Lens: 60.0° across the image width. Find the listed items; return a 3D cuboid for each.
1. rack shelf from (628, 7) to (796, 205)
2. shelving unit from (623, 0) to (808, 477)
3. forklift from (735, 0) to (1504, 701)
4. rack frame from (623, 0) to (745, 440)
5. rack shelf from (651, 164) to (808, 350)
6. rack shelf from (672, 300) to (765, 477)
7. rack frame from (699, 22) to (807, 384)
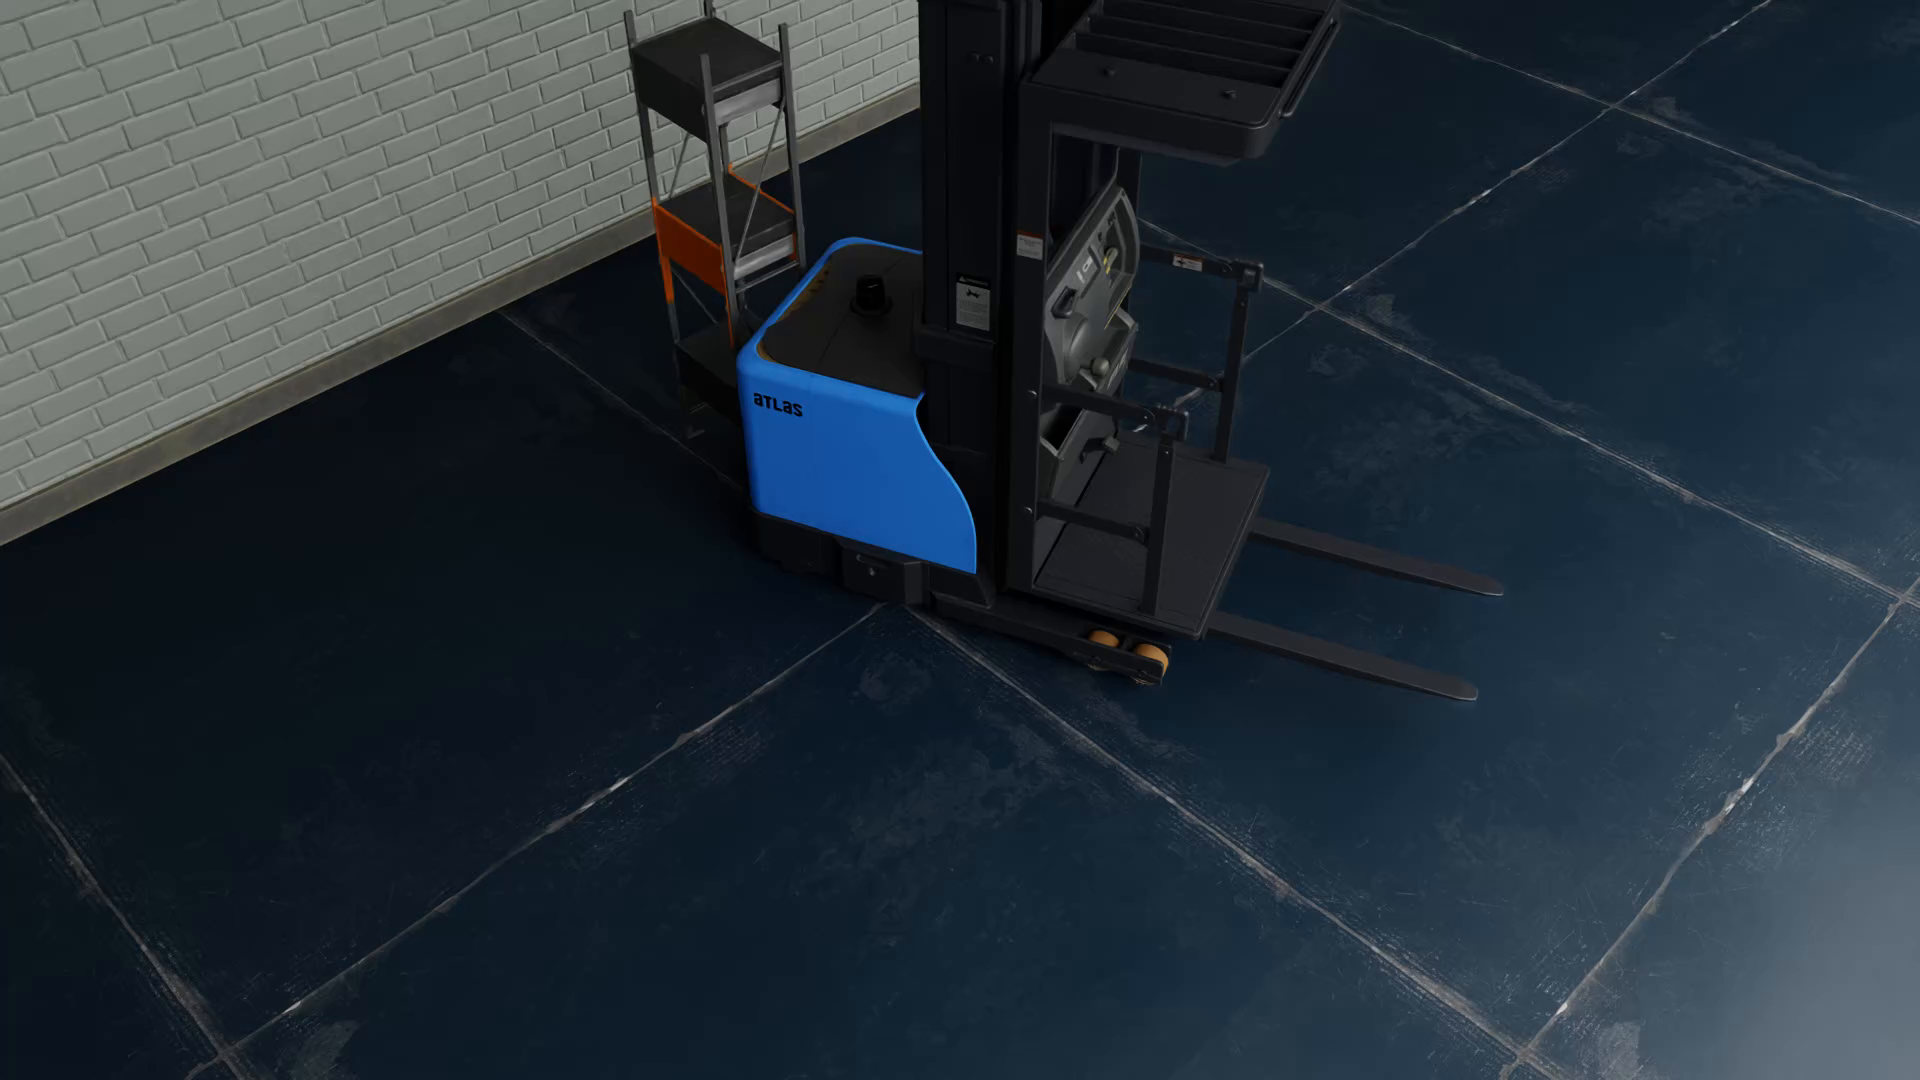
[{"bbox_3d":[-0.965,-1.711,6.542,0.431,0.518,0.480,-32,51,-30],"label":"rack shelf"},{"bbox_3d":[-0.963,-1.208,7.009,0.431,2.100,0.503,-32,51,-30],"label":"shelving unit"},{"bbox_3d":[0.675,-0.912,6.077,3.031,2.935,1.130,16,45,16],"label":"forklift"},{"bbox_3d":[-1.128,-1.330,7.141,0.400,2.100,0.015,-32,51,-30],"label":"rack frame"},{"bbox_3d":[-0.963,-1.198,7.018,0.431,0.518,0.480,-32,51,-30],"label":"rack shelf"},{"bbox_3d":[-0.961,-0.685,7.495,0.431,0.518,0.480,-32,51,-30],"label":"rack shelf"},{"bbox_3d":[-0.798,-1.086,6.877,0.400,2.100,0.015,-32,51,-30],"label":"rack frame"}]
